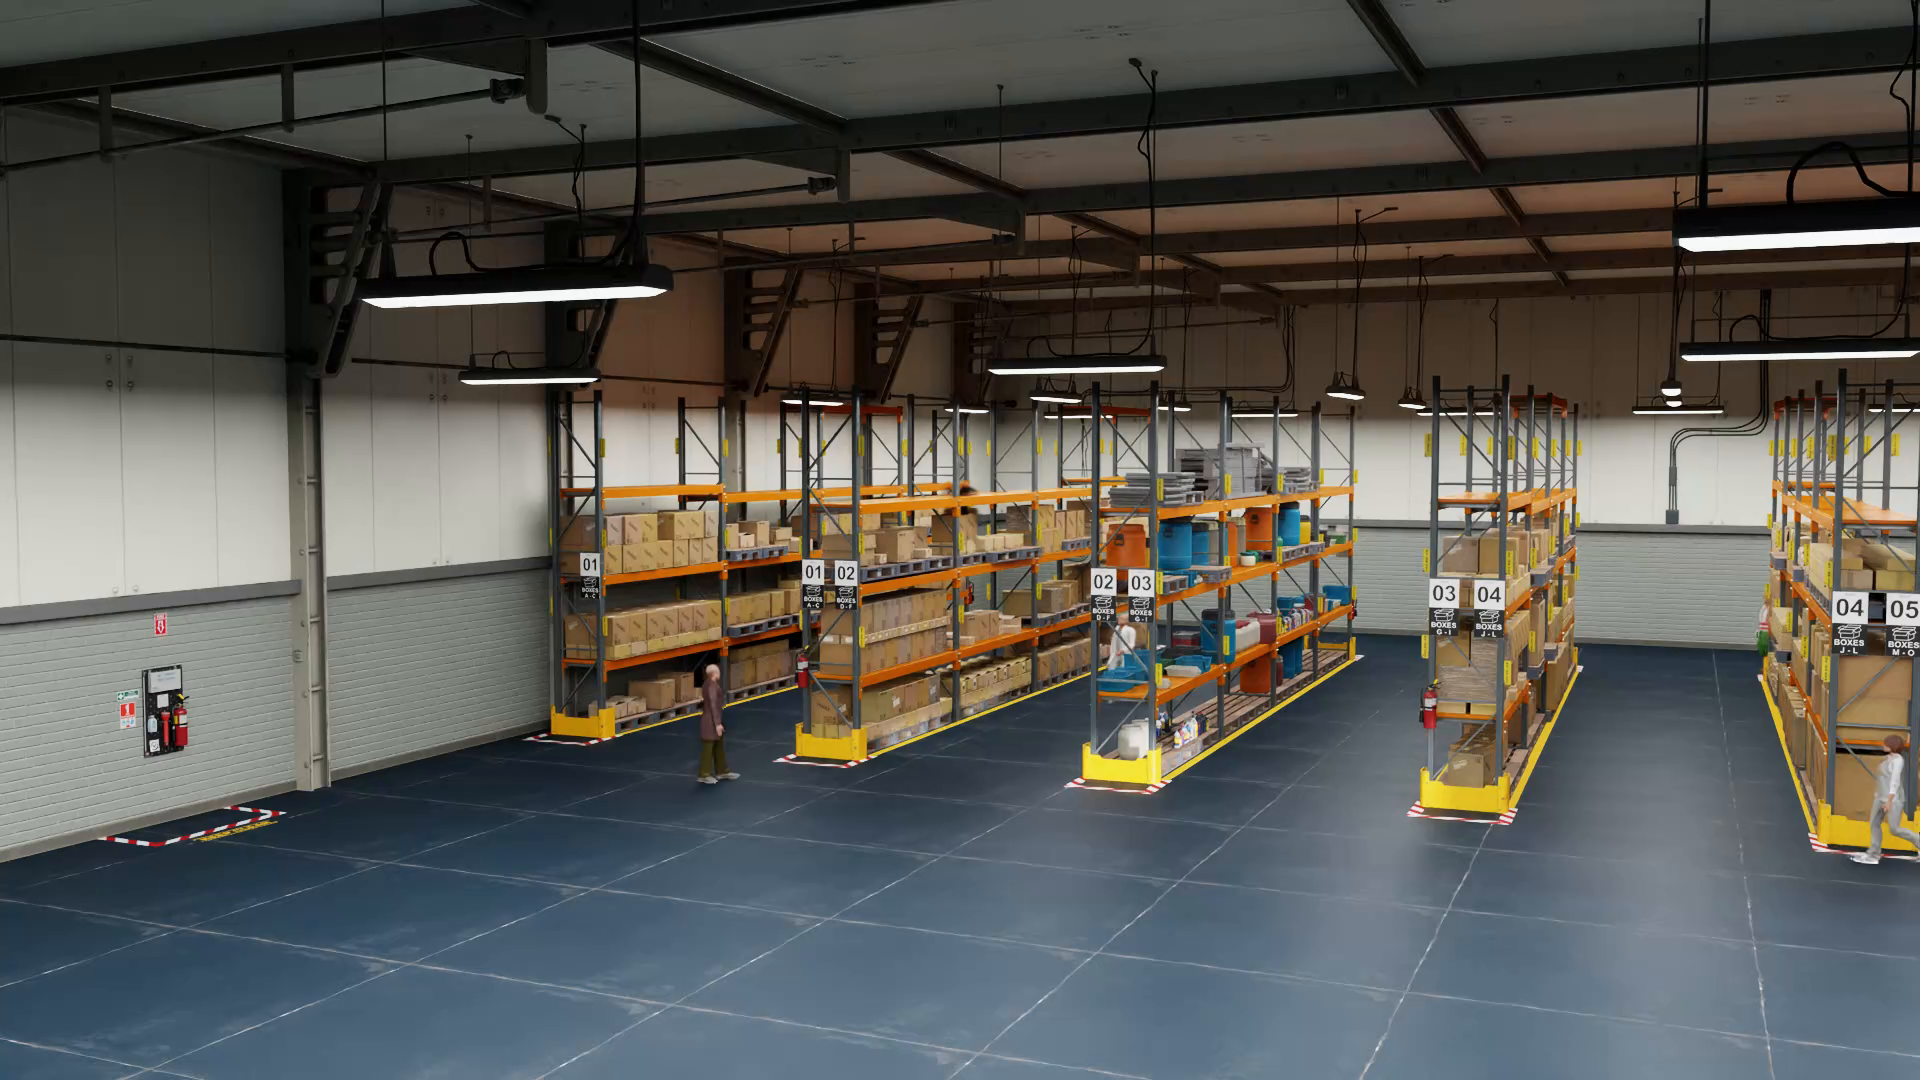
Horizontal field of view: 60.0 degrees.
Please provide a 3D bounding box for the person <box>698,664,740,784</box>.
[{"bbox_3d":[-3.624,2.743,24.896,0.609,1.775,0.660,0,3,-4],"label":"person"}]

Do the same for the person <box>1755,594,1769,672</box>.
[{"bbox_3d":[17.916,2.046,36.952,0.480,1.782,0.568,0,3,2],"label":"person"}]

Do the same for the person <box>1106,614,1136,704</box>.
[{"bbox_3d":[3.196,2.360,32.858,0.613,1.812,0.945,2,4,27],"label":"person"}]

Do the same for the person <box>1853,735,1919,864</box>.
[{"bbox_3d":[11.166,3.109,19.883,0.792,1.575,0.394,0,3,0],"label":"person"}]
